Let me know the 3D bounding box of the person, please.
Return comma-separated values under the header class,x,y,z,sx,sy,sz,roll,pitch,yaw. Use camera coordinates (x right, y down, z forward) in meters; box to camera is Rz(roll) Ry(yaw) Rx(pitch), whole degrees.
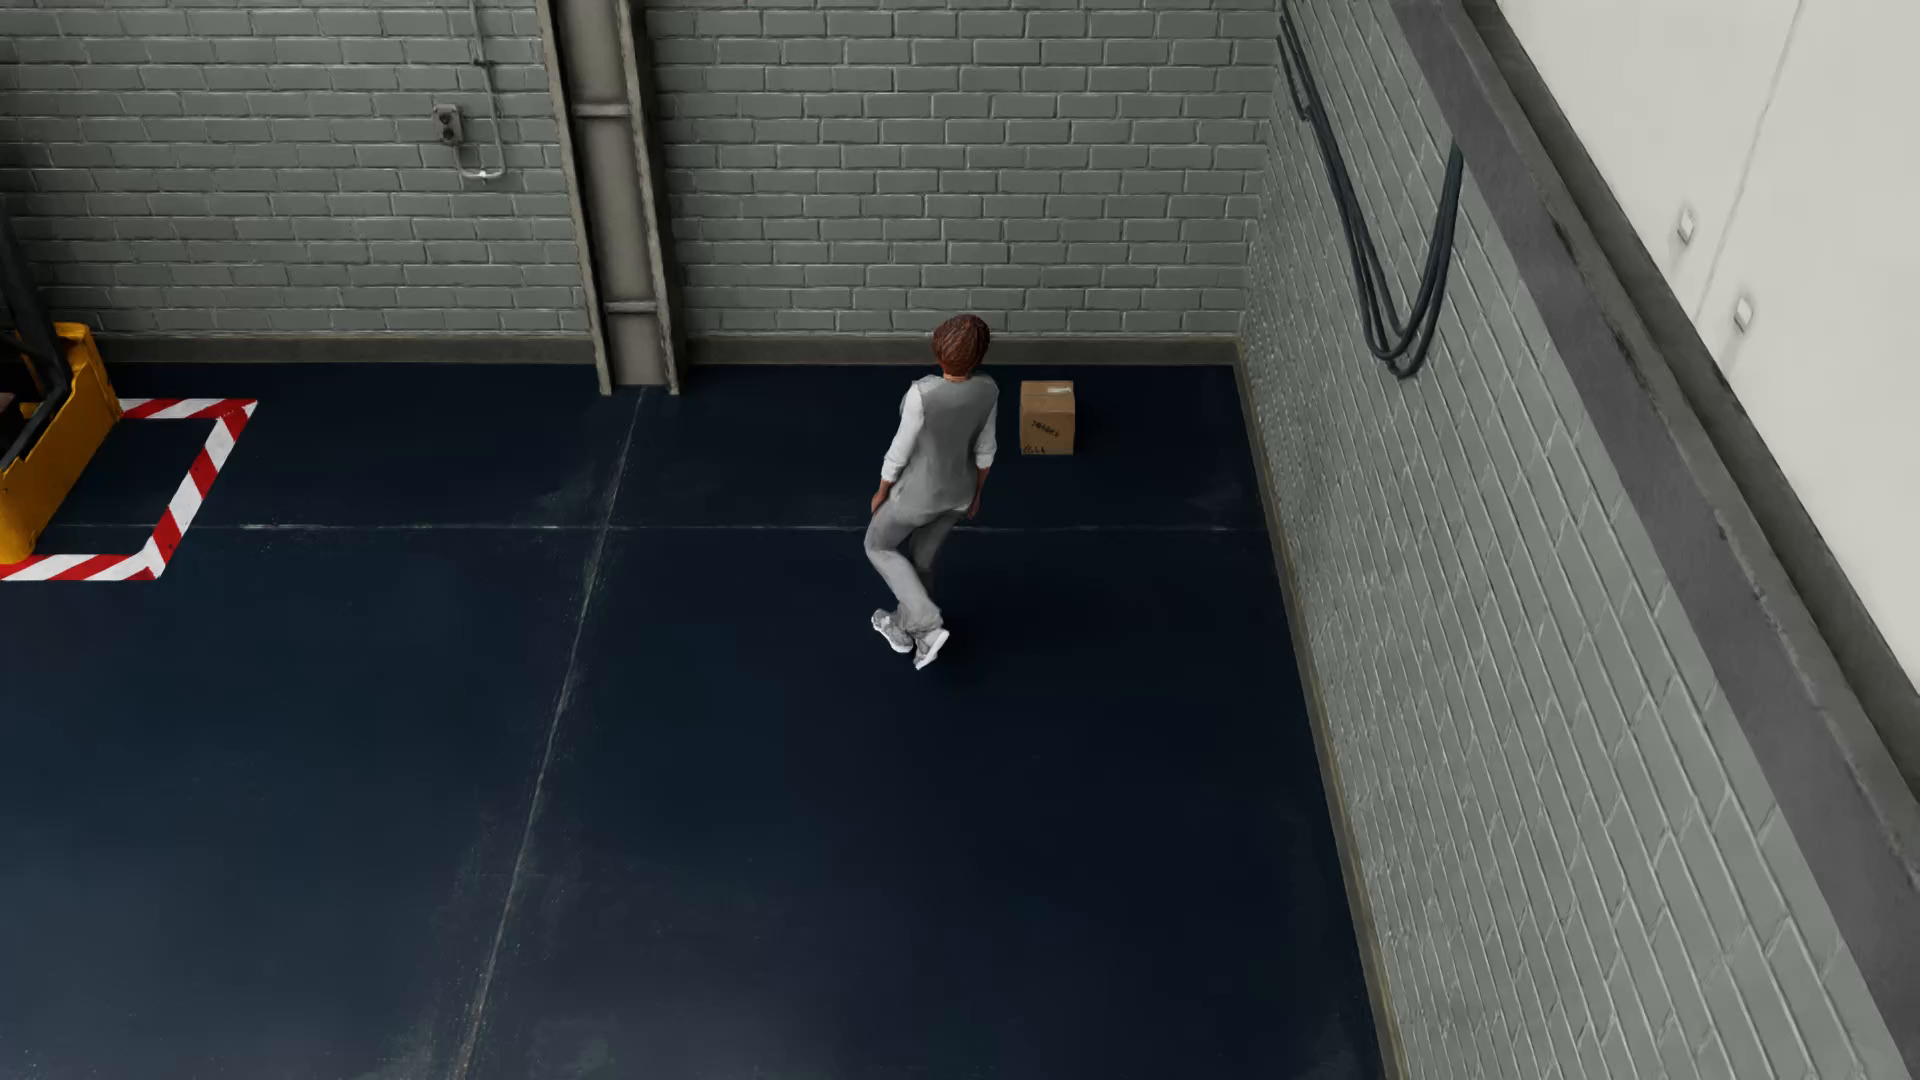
class,x,y,z,sx,sy,sz,roll,pitch,yaw
person,-0.098,-0.413,6.194,0.466,0.937,0.273,-20,44,-23
